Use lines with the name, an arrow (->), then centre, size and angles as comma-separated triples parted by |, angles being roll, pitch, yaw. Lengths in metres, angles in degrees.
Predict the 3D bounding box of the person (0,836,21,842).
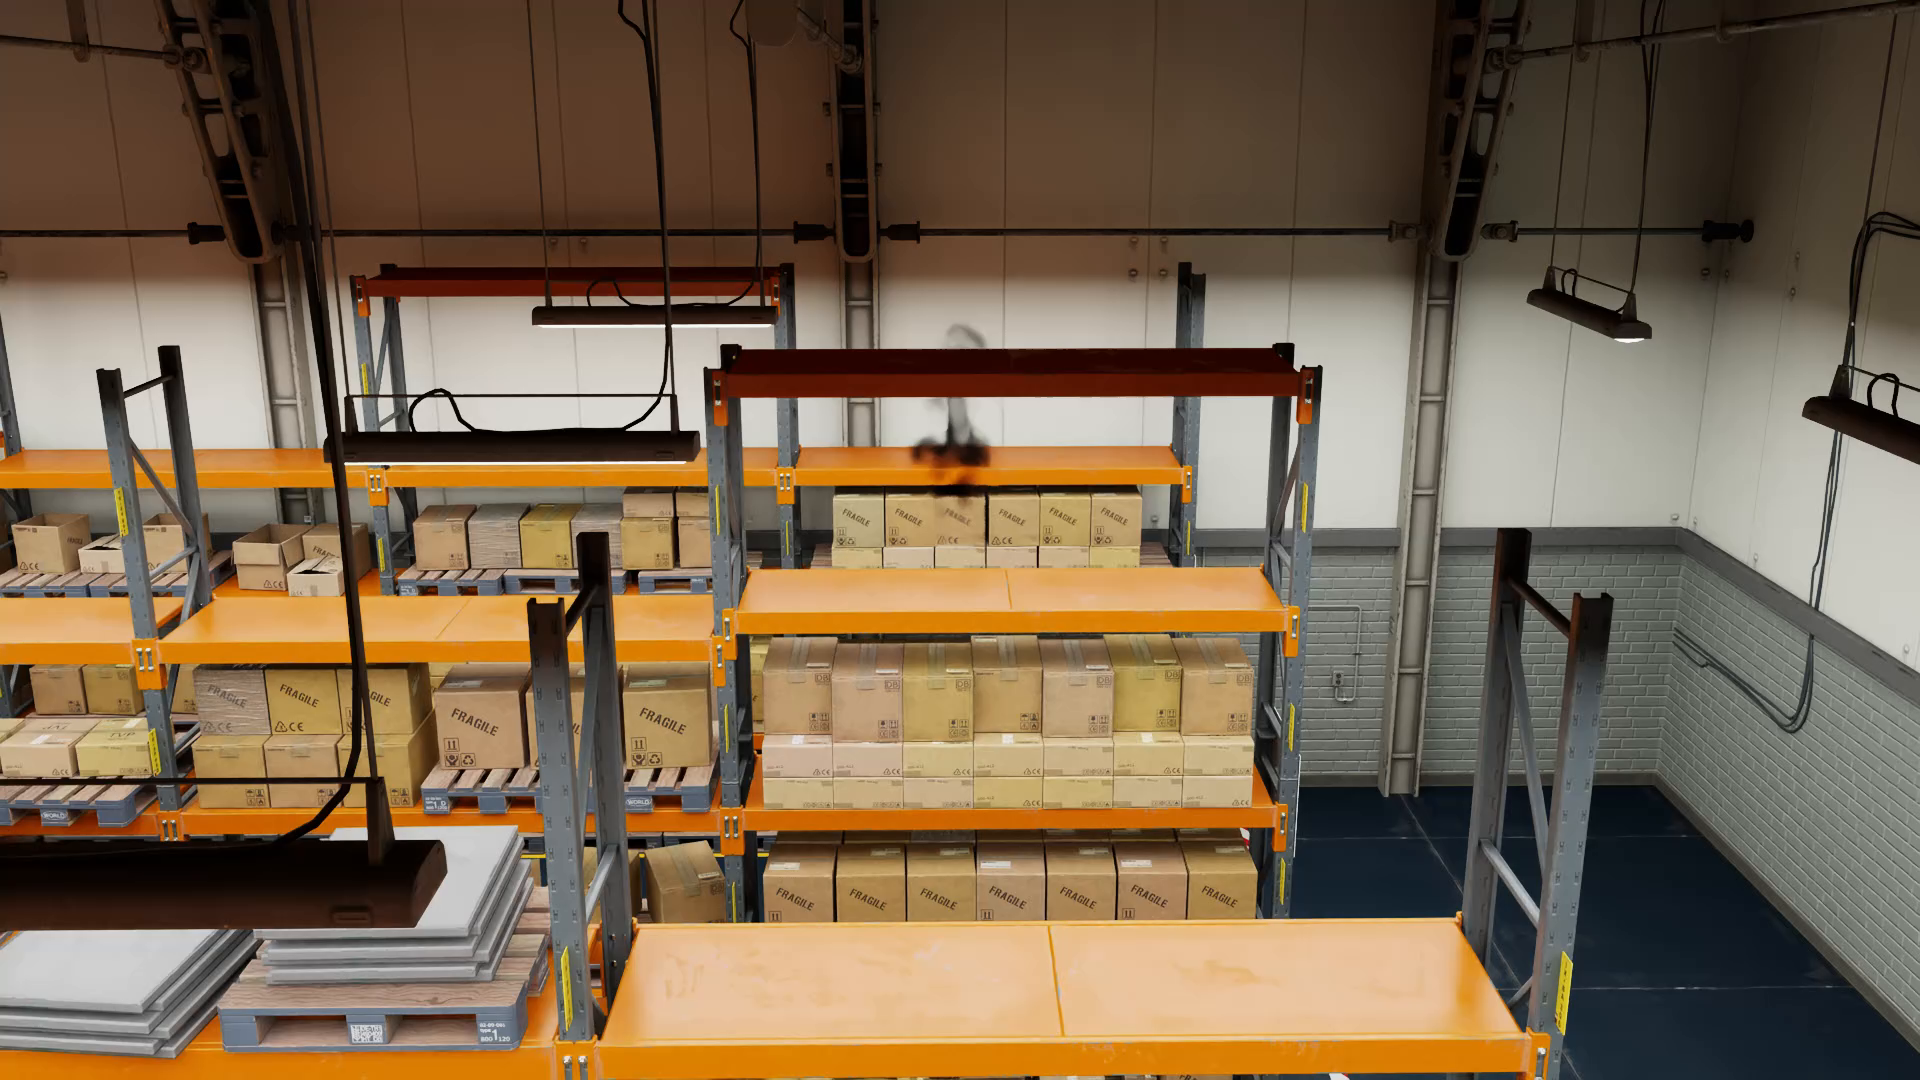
person -> -8.223, 3.239, 14.611 | 0.650, 1.620, 0.508 | -1, 16, -2
